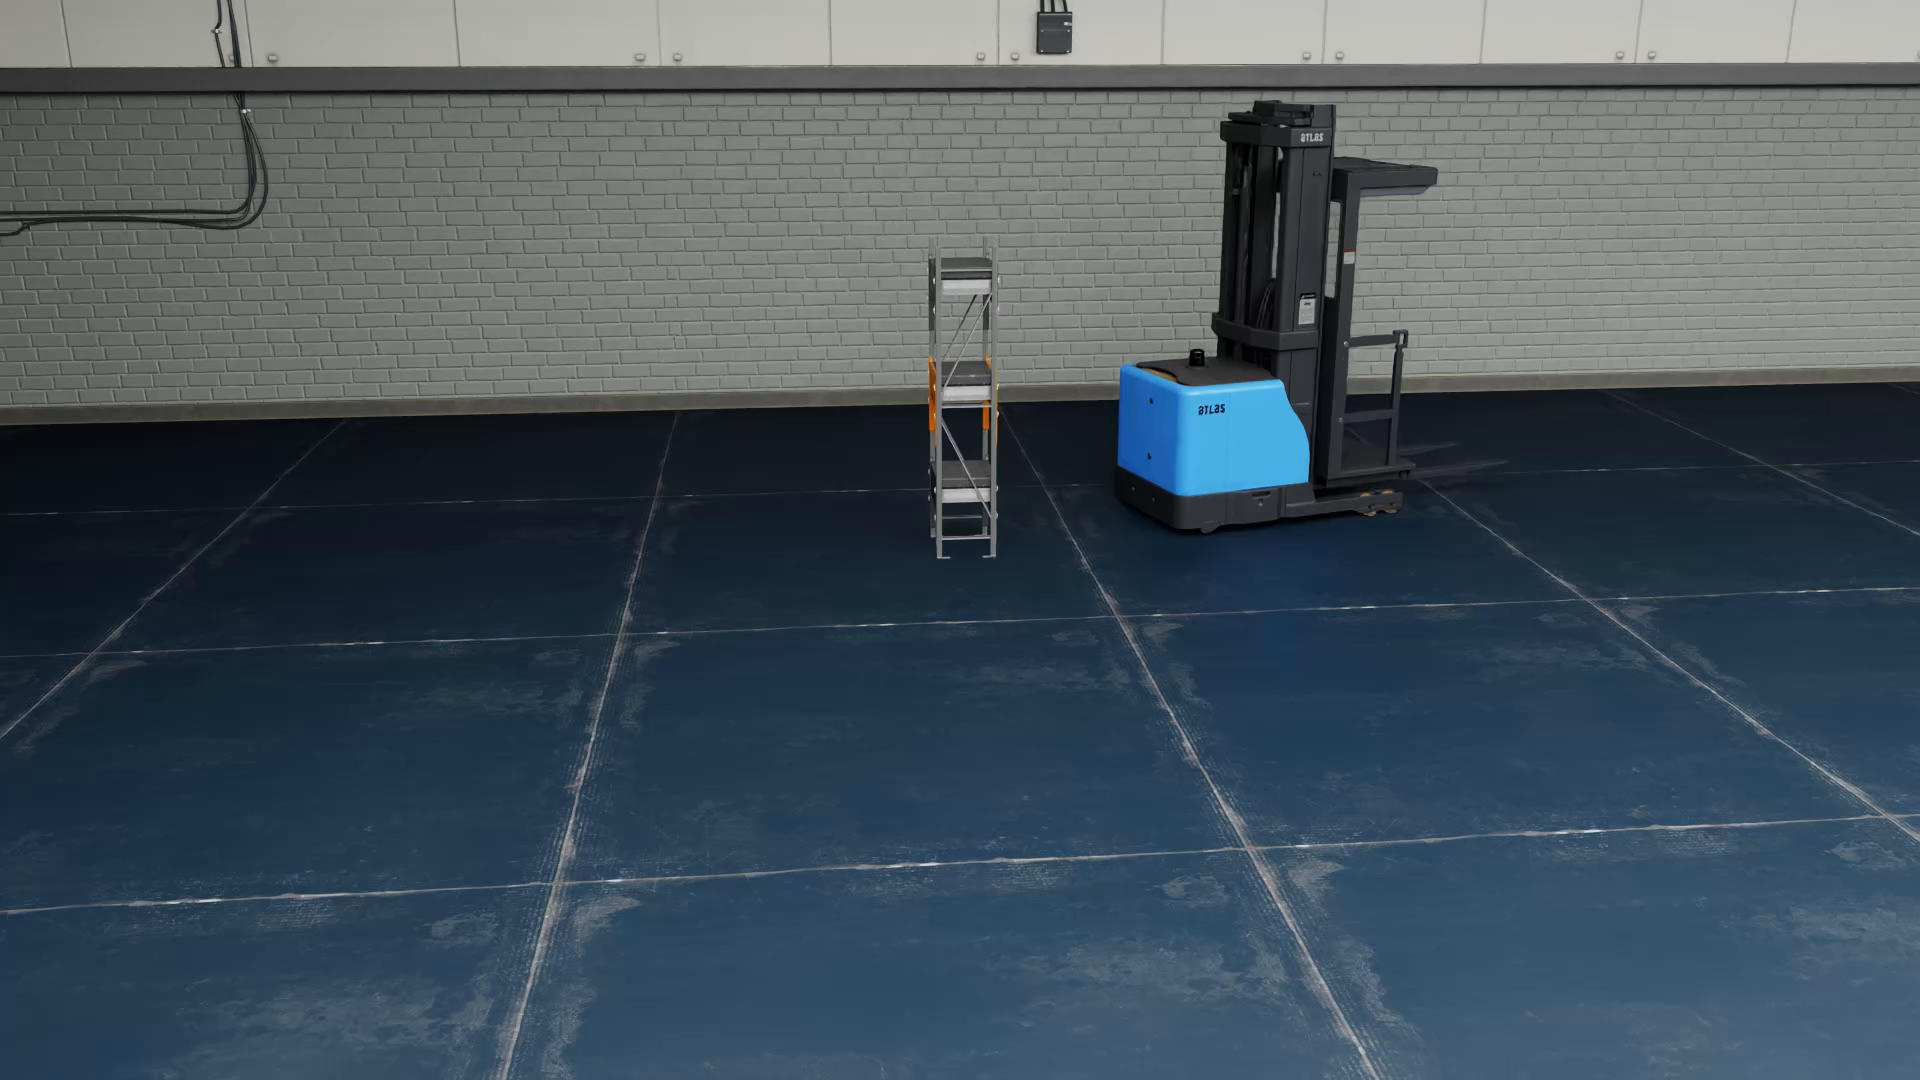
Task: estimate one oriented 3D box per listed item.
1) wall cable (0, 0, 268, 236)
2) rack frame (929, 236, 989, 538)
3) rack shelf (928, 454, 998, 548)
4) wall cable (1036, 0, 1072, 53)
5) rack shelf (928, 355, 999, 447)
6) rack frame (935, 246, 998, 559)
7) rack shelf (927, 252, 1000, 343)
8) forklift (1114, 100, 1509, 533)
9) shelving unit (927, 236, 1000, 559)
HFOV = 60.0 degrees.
[{"bbox_3d":[-7.604,-3.868,14.157,3.097,2.526,0.112,-2,18,-6],"label":"wall cable"},{"bbox_3d":[-0.008,-1.025,11.437,0.400,2.100,0.015,-2,18,-6],"label":"rack frame"},{"bbox_3d":[0.017,-0.272,11.419,0.431,0.518,0.480,-2,18,-6],"label":"rack shelf"},{"bbox_3d":[1.841,-7.260,14.102,2.305,6.003,0.169,-2,18,-6],"label":"wall cable"},{"bbox_3d":[0.017,-0.939,11.210,0.431,0.518,0.480,-2,18,-6],"label":"rack shelf"},{"bbox_3d":[0.042,-0.880,10.974,0.400,2.100,0.015,-2,18,-6],"label":"rack frame"},{"bbox_3d":[0.017,-1.607,11.000,0.431,0.518,0.480,-2,18,-6],"label":"rack shelf"},{"bbox_3d":[2.729,-1.712,12.236,3.031,2.935,1.130,-7,19,-21],"label":"forklift"},{"bbox_3d":[0.017,-0.952,11.205,0.431,2.100,0.503,-2,18,-6],"label":"shelving unit"}]
